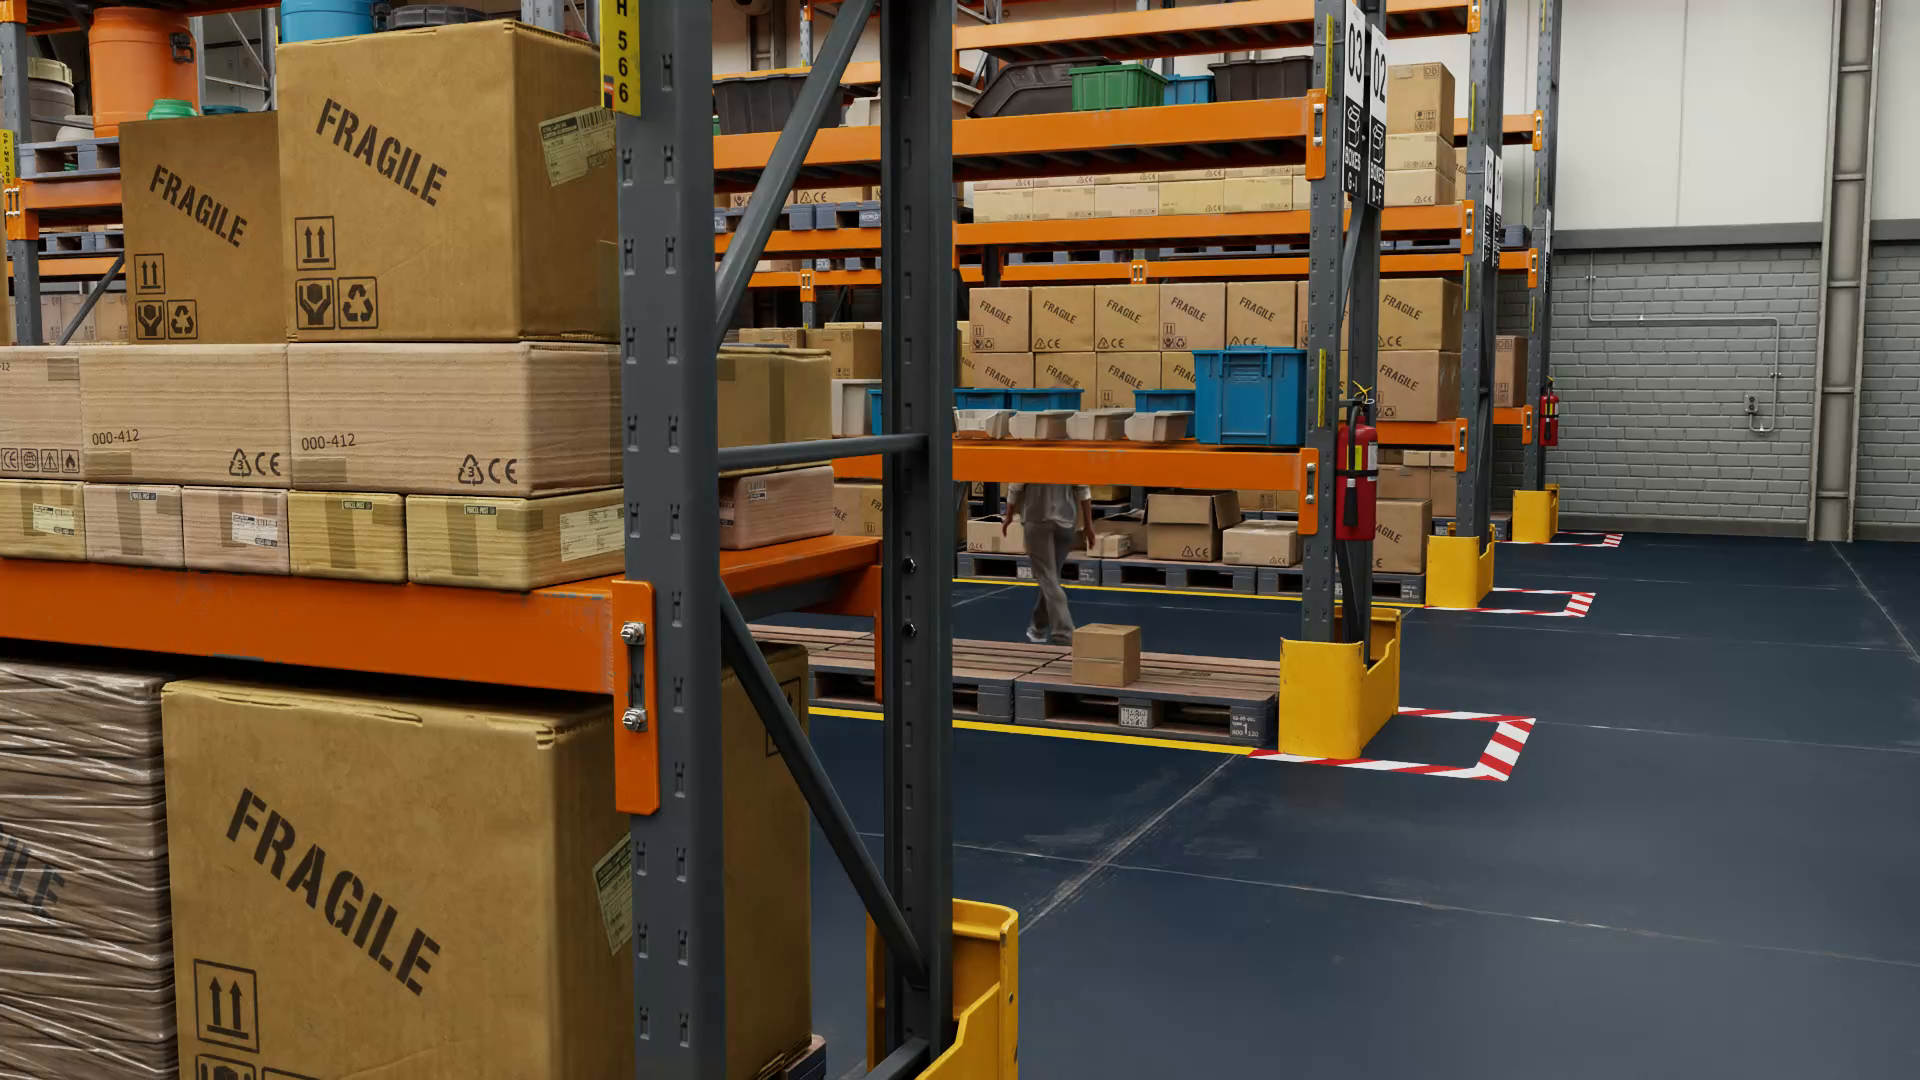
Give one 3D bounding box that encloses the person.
[{"bbox_3d":[0.495,-0.119,9.570,0.448,1.528,0.988,-2,6,-22],"label":"person"}]
